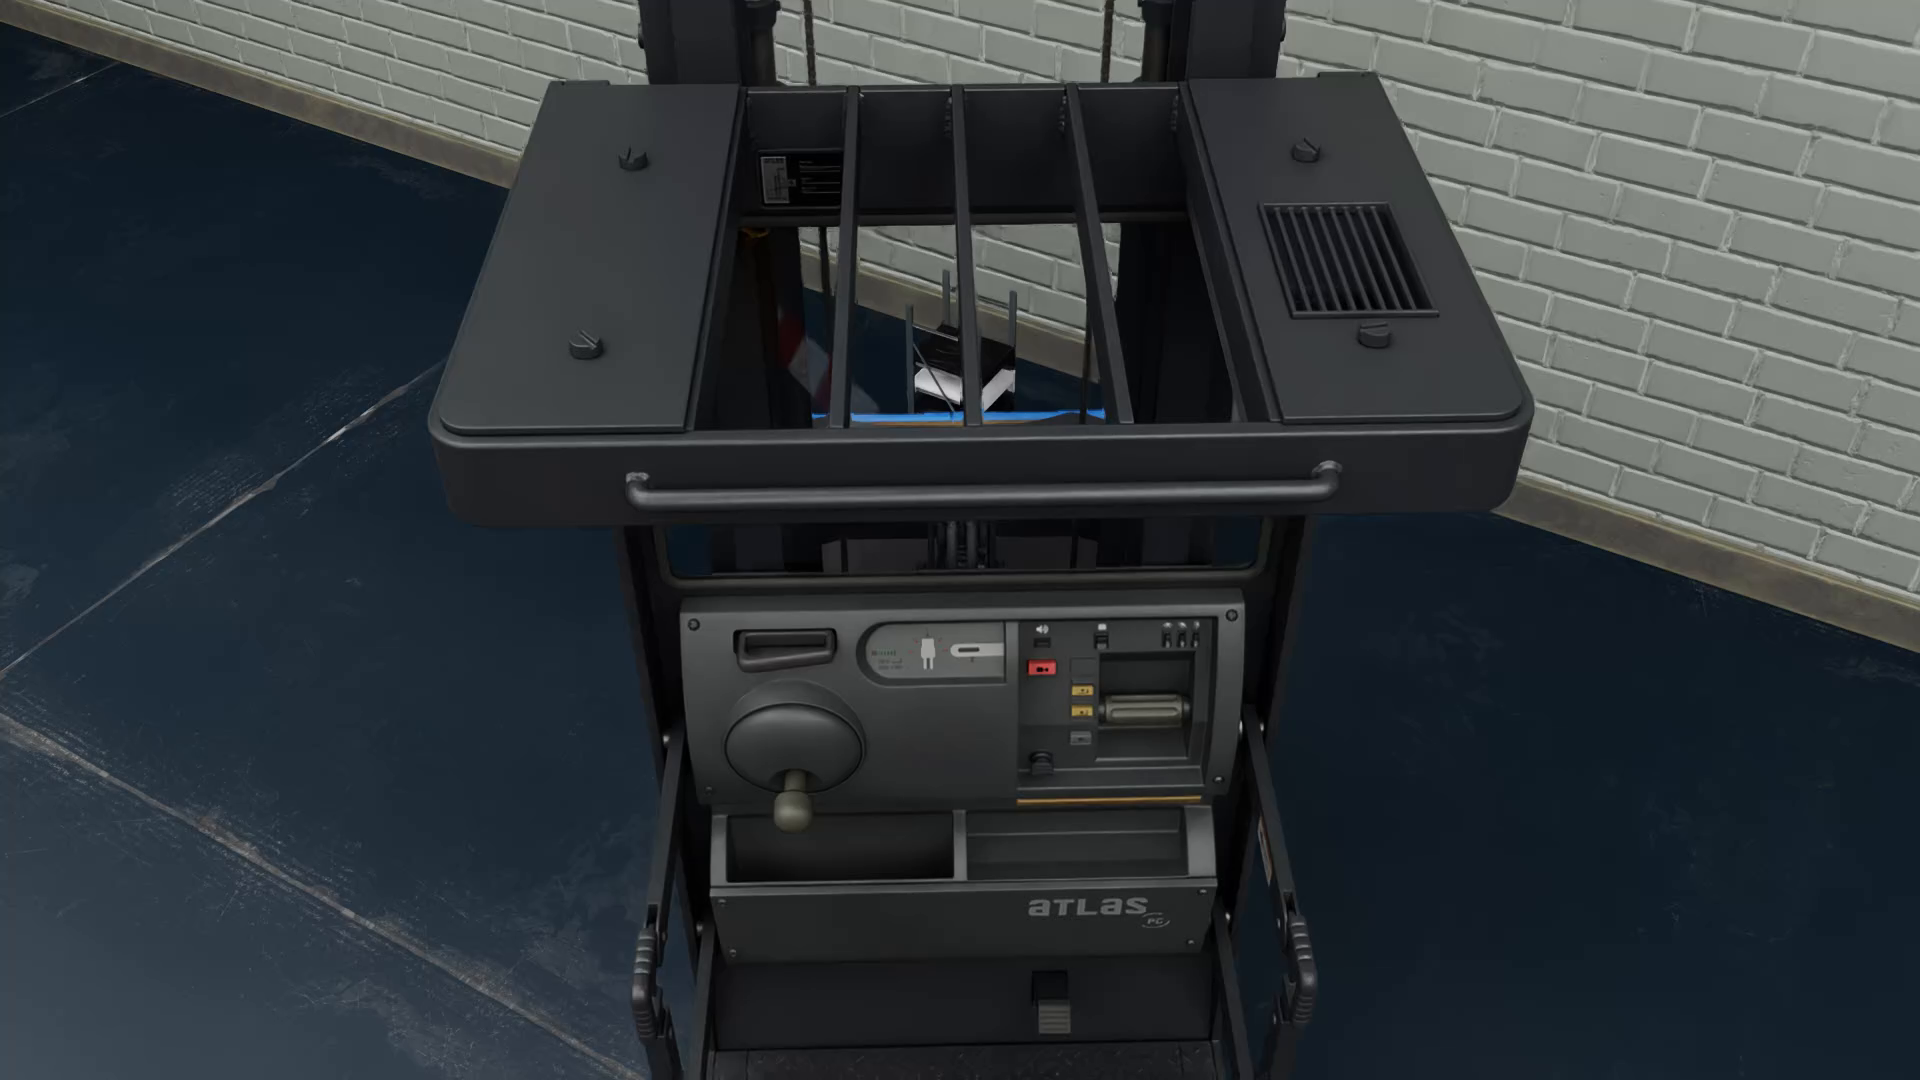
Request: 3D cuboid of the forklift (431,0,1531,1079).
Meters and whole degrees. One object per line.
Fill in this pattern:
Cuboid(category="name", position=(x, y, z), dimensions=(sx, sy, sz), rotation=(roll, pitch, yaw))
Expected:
Cuboid(category="forklift", position=(0.013, 0.355, 2.629), dimensions=(1.130, 2.935, 3.031), rotation=(-1, 41, -1))

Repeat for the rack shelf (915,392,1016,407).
Cuboid(category="rack shelf", position=(0.004, -0.385, 4.920), dimensions=(0.258, 0.077, 0.200), rotation=(21, 45, 22))

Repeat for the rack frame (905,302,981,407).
Cuboid(category="rack frame", position=(-0.047, -0.284, 4.892), dimensions=(0.240, 0.900, 0.006), rotation=(21, 45, 22))

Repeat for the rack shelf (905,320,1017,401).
Cuboid(category="rack shelf", position=(0.004, -0.520, 4.801), dimensions=(0.258, 0.077, 0.200), rotation=(21, 45, 22))

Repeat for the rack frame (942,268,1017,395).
Cuboid(category="rack frame", position=(0.055, -0.401, 5.024), dimensions=(0.240, 0.900, 0.006), rotation=(21, 45, 22))

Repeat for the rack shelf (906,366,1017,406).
Cuboid(category="rack shelf", position=(0.004, -0.452, 4.861), dimensions=(0.258, 0.077, 0.200), rotation=(21, 45, 22))

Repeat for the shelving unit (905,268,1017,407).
Cuboid(category="shelving unit", position=(0.004, -0.342, 4.958), dimensions=(0.258, 0.900, 0.210), rotation=(21, 45, 22))
